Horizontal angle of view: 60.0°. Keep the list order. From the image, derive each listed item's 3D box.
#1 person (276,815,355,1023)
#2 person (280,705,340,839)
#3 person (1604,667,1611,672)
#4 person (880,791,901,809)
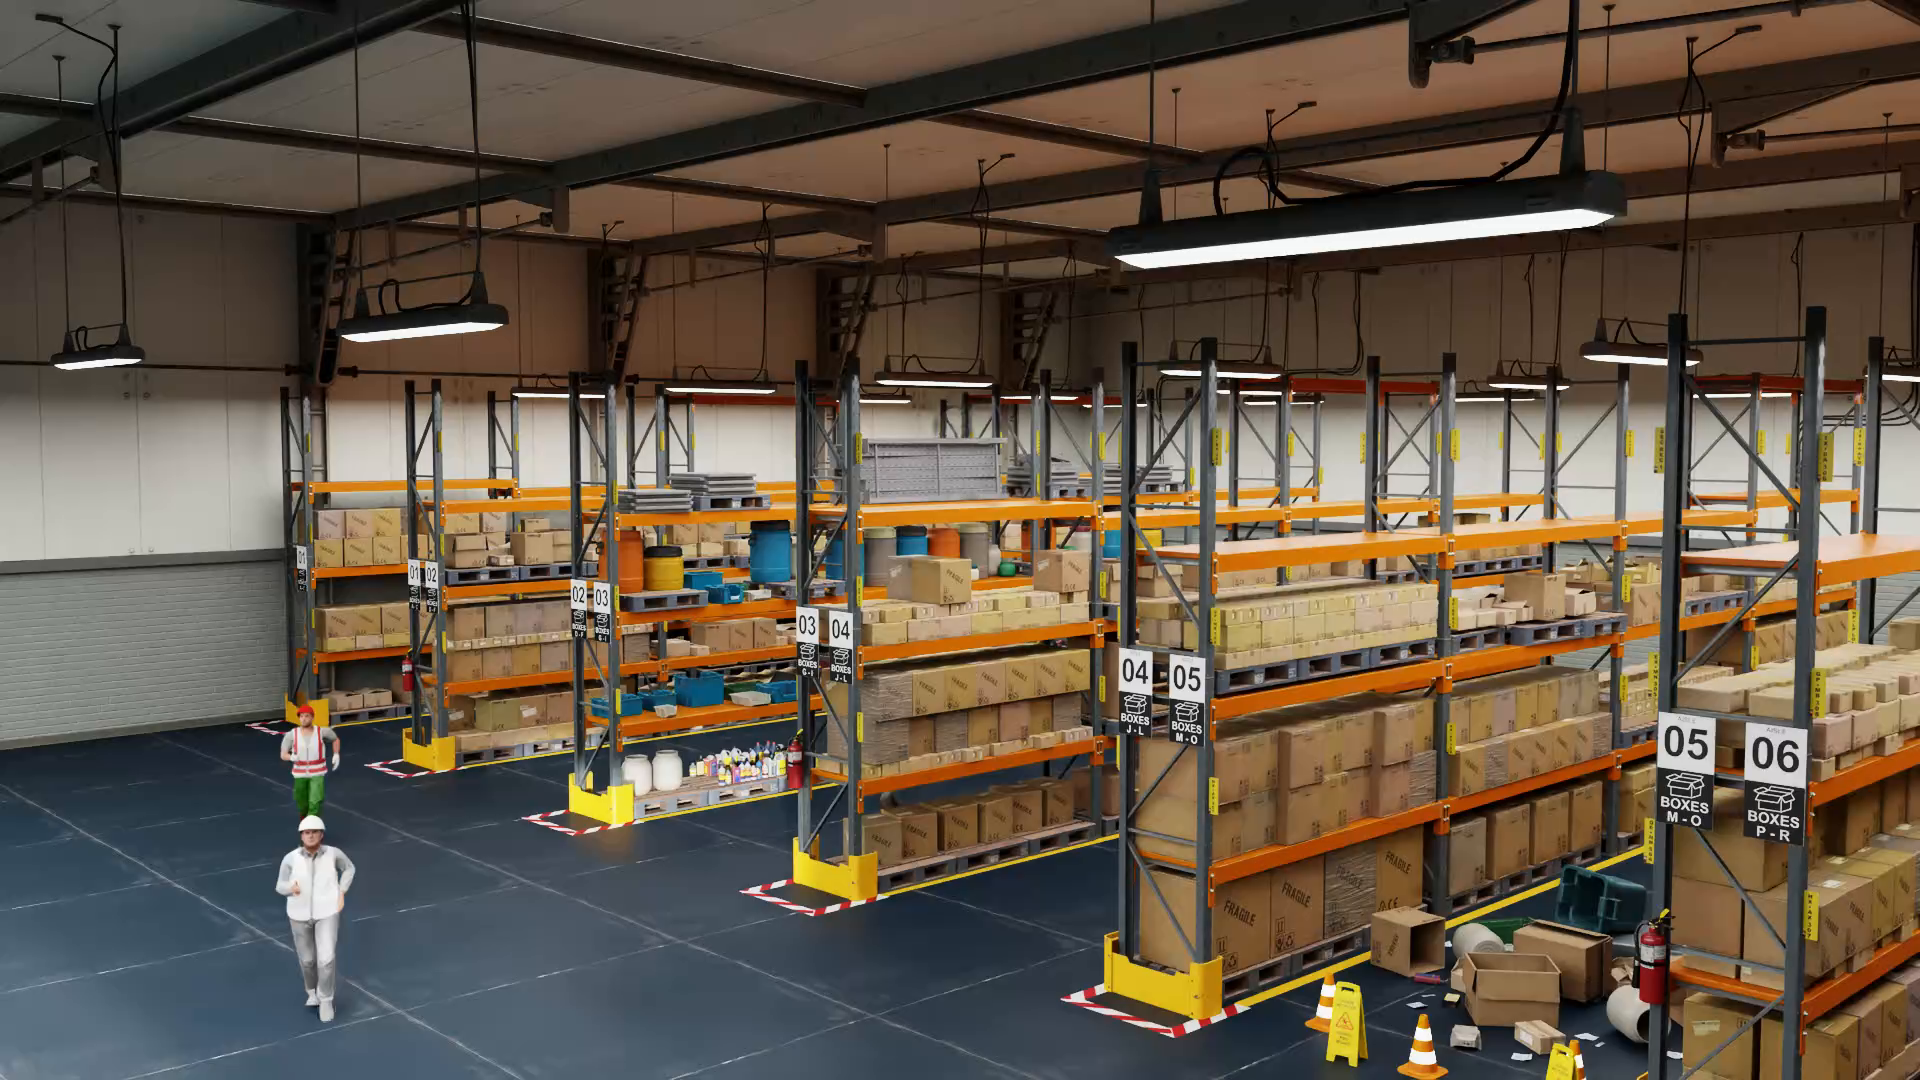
[{"bbox_3d":[-5.704,3.344,14.706,0.637,1.814,0.711,-1,4,-14],"label":"person"},{"bbox_3d":[-8.076,2.937,20.639,0.670,1.775,0.992,-1,4,-13],"label":"person"},{"bbox_3d":[9.862,2.755,24.984,0.762,1.735,0.576,-3,5,-41],"label":"person"},{"bbox_3d":[-0.896,3.003,21.215,0.516,1.635,0.678,3,5,40],"label":"person"}]
